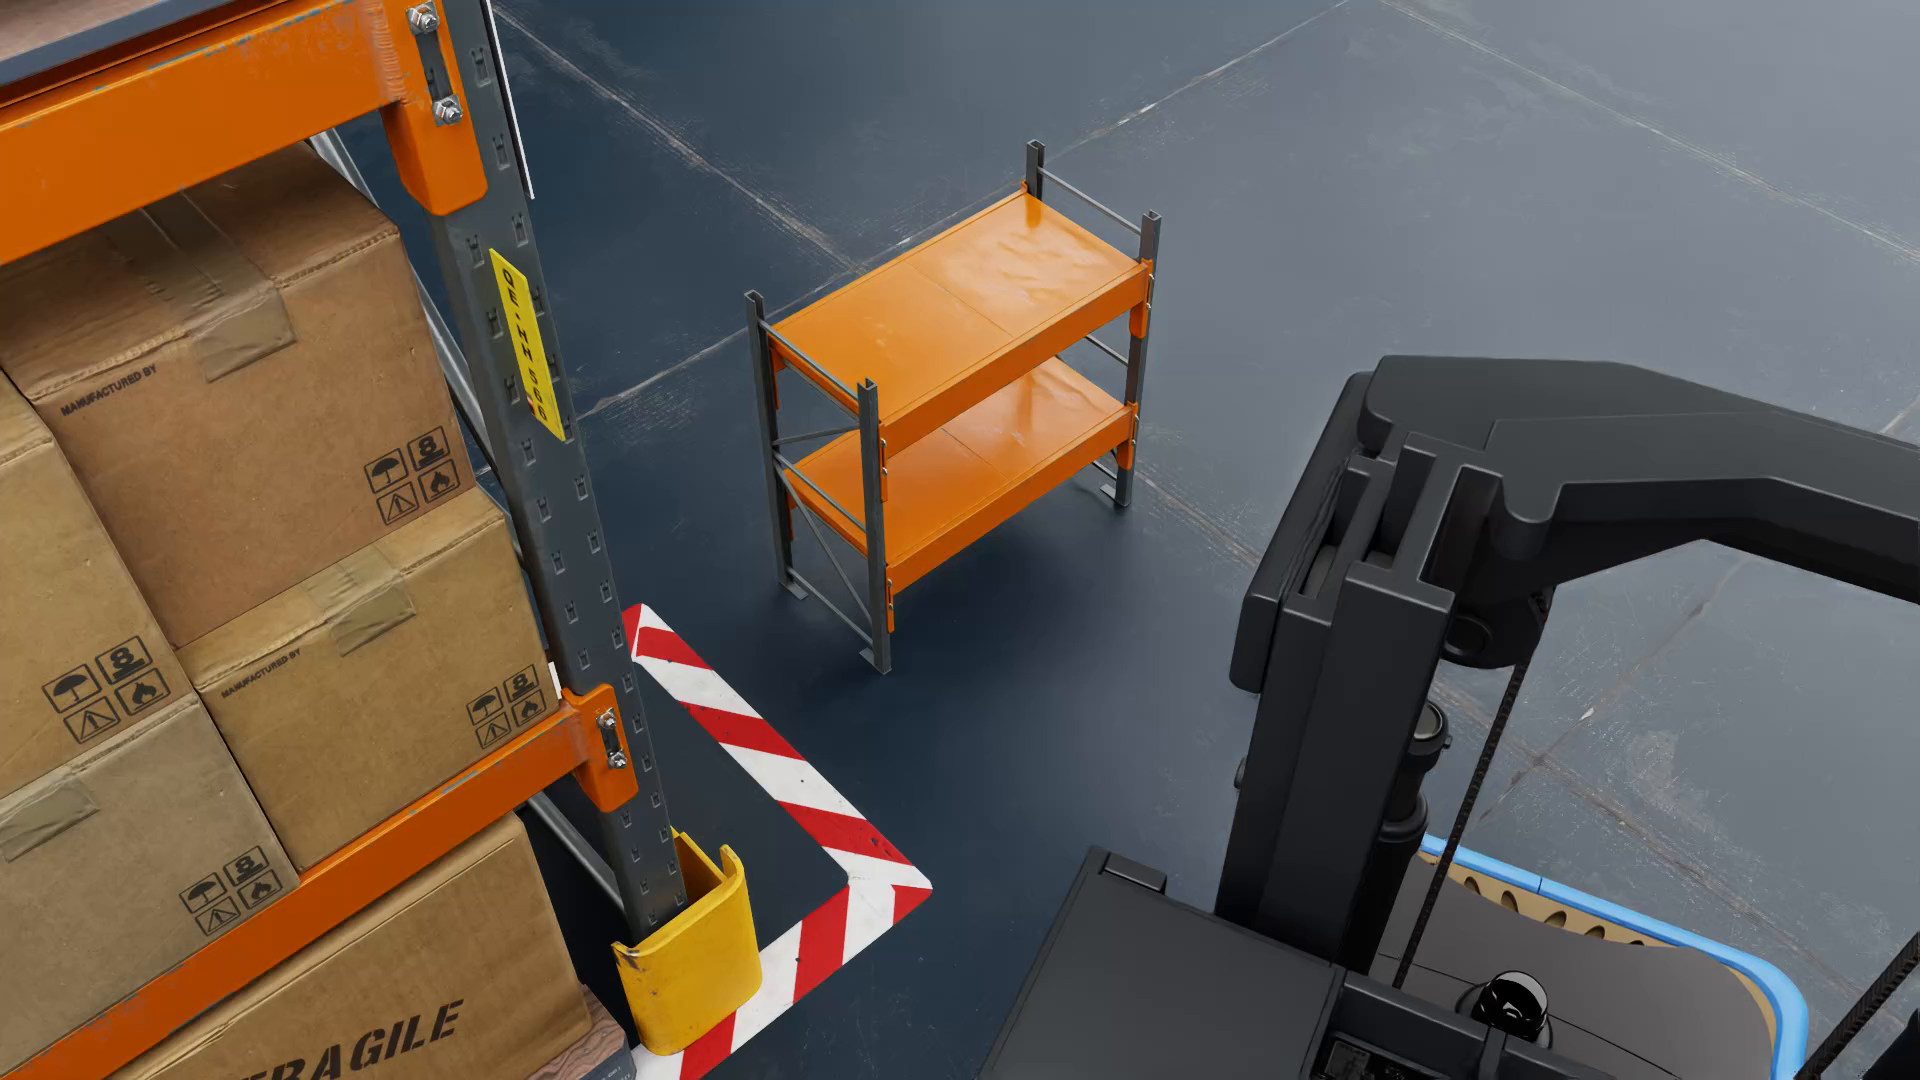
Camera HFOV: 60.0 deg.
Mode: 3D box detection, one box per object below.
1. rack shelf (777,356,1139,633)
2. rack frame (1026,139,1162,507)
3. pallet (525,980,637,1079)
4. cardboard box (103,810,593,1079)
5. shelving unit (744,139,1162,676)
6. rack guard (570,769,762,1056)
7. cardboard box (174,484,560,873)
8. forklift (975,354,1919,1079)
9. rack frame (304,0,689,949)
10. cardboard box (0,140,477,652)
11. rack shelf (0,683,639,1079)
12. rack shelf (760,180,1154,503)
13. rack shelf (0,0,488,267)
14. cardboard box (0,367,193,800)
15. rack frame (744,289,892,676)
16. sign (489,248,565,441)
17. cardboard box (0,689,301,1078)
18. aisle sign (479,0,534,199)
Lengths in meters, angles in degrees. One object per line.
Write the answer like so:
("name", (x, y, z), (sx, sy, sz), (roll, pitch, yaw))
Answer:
("rack shelf", (-0.005, -0.212, 5.013), (1.000, 0.278, 0.538), (-34, 56, -27))
("rack frame", (0.371, -0.629, 5.065), (0.032, 1.125, 0.500), (-34, 56, -27))
("pallet", (-1.552, 1.262, 3.942), (1.213, 0.211, 1.003), (-34, 56, -27))
("cardboard box", (-1.470, 0.828, 3.605), (0.875, 0.875, 0.875), (-33, 56, -27))
("shelving unit", (-0.005, -0.378, 4.834), (1.048, 1.125, 0.538), (-34, 56, -27))
("rack guard", (-0.995, 0.715, 4.250), (0.348, 0.500, 1.175), (-34, 56, -27))
("cardboard box", (-1.257, 0.036, 3.074), (0.550, 0.550, 0.875), (-34, 56, -27))
("forklift", (0.482, 1.361, 2.000), (1.130, 2.935, 3.031), (19, 50, 17))
("rack frame", (-1.013, -0.121, 3.321), (0.127, 3.000, 1.000), (-34, 56, -27))
("cardboard box", (-1.313, -0.376, 2.719), (0.550, 0.550, 0.875), (-34, 56, -27))
("rack shelf", (-2.492, 1.112, 2.673), (4.000, 0.370, 1.077), (-34, 56, -27))
("rack shelf", (-0.005, -0.577, 4.618), (1.000, 0.278, 0.538), (-34, 56, -27))
("rack shelf", (-2.492, 0.095, 1.570), (4.000, 0.370, 1.077), (-34, 56, -27))
("cardboard box", (-1.658, -0.054, 2.422), (0.550, 0.550, 0.875), (-34, 56, -27))
("rack frame", (-0.381, -0.127, 4.602), (0.032, 1.125, 0.500), (-34, 56, -27))
("sign", (-0.658, -0.292, 2.530), (0.005, 0.325, 0.100), (-34, 56, -27))
("cardboard box", (-1.649, 0.320, 2.812), (0.550, 0.550, 0.875), (-34, 56, -27))
("aisle sign", (-0.758, -0.875, 2.247), (0.004, 0.787, 0.394), (-34, 56, -27))
